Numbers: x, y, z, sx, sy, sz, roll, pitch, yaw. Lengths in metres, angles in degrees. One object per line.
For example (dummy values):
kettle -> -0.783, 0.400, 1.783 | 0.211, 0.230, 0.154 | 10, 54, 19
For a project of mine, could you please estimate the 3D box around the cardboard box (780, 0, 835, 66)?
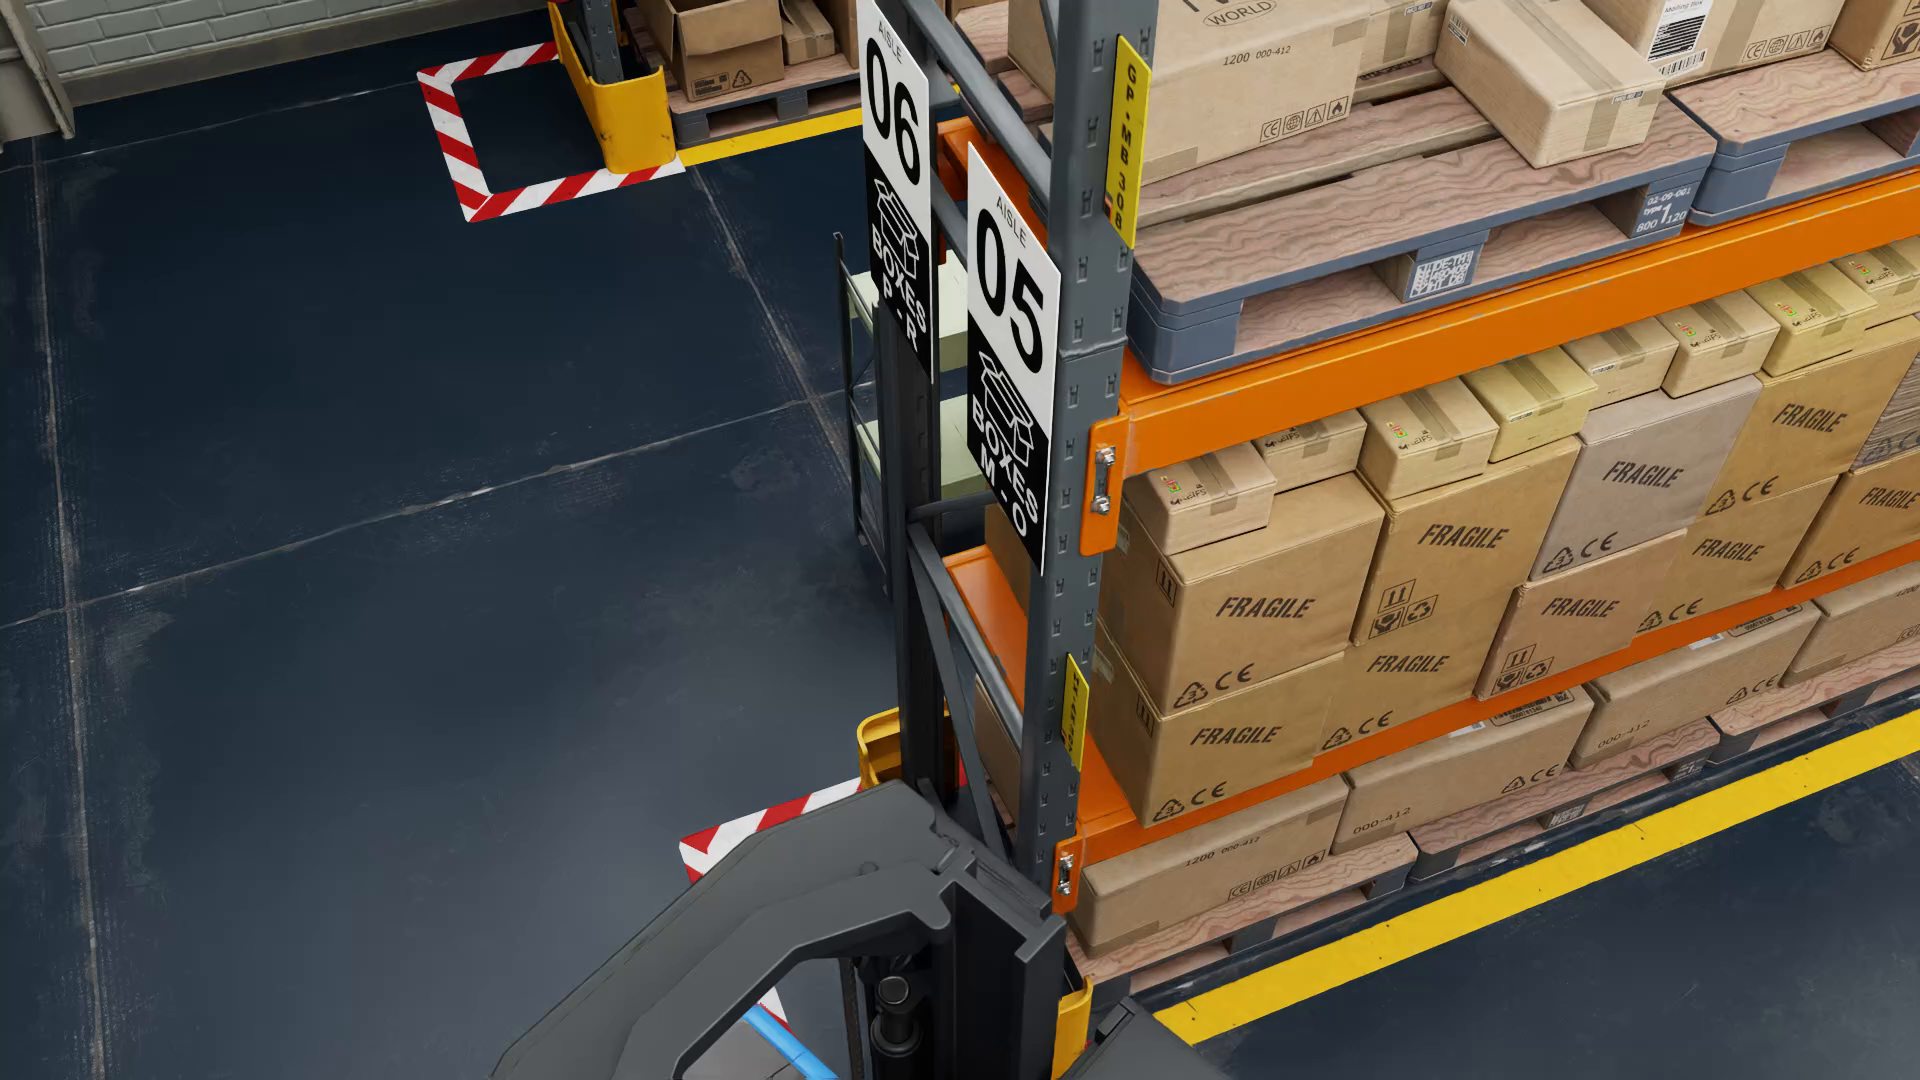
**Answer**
cardboard box -> -0.822, -2.596, 8.446 | 0.250, 0.149, 0.380 | -19, 52, -16

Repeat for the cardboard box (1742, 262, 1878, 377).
cardboard box -> 1.933, -0.592, 3.970 | 0.250, 0.149, 0.380 | -18, 52, -15

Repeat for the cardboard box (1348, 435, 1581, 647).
cardboard box -> 1.076, -0.149, 4.017 | 0.500, 0.500, 0.500 | -18, 52, -15

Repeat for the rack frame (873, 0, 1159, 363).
rack frame -> 0.048, -1.654, 2.080 | 0.127, 3.000, 1.000 | -17, 52, -14

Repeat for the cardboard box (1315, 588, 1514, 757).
cardboard box -> 1.059, 0.167, 4.404 | 0.500, 0.500, 0.500 | -18, 52, -15

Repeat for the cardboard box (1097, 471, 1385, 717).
cardboard box -> 0.600, 0.004, 3.885 | 0.500, 0.500, 0.500 | -18, 52, -15

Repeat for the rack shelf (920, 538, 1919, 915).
rack shelf -> 1.899, -0.039, 5.121 | 4.000, 0.370, 1.077 | -17, 52, -14

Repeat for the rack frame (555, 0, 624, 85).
rack frame -> -1.832, -3.185, 7.349 | 0.127, 3.000, 1.000 | -17, 52, -14

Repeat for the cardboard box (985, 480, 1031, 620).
cardboard box -> 0.394, -0.057, 4.596 | 0.500, 0.500, 0.500 | -17, 51, -14

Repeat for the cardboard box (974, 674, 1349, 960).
cardboard box -> 0.621, 0.738, 5.391 | 0.875, 0.438, 0.875 | -19, 52, -15

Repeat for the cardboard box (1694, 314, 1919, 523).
cardboard box -> 2.011, -0.446, 4.271 | 0.500, 0.500, 0.500 | -17, 51, -14

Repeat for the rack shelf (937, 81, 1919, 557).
rack shelf -> 1.899, -1.017, 3.983 | 4.000, 0.370, 1.077 | -17, 52, -14

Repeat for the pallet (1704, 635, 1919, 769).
pallet -> 3.017, 0.224, 6.259 | 1.213, 0.211, 1.003 | -17, 52, -14

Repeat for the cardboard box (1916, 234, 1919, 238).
cardboard box -> 2.379, -0.783, 4.133 | 0.250, 0.149, 0.380 | -18, 52, -15

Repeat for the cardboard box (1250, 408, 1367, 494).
cardboard box -> 0.697, -0.302, 3.720 | 0.250, 0.149, 0.380 | -16, 51, -13

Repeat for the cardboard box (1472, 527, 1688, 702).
cardboard box -> 1.536, 0.033, 4.519 | 0.500, 0.500, 0.500 | -17, 52, -14

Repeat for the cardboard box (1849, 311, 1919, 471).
cardboard box -> 2.478, -0.584, 4.390 | 0.500, 0.500, 0.500 | -17, 51, -14

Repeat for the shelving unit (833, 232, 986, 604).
shelving unit -> 0.006, -0.491, 6.023 | 0.755, 1.500, 0.431 | -17, 52, -14

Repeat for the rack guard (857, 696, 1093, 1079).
rack guard -> 0.026, 1.121, 5.298 | 0.348, 0.500, 1.175 | -17, 52, -14

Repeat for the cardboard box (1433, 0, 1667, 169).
cardboard box -> 1.142, -0.915, 3.245 | 0.250, 0.149, 0.380 | -16, 51, -13

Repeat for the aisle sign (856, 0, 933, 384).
aisle sign -> -0.136, -0.744, 3.539 | 0.004, 0.787, 0.394 | -17, 52, -14

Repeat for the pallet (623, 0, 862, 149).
pallet -> -1.024, -2.528, 8.622 | 1.213, 0.211, 1.003 | -17, 52, -14

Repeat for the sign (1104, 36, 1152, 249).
sign -> 0.252, -0.596, 2.520 | 0.005, 0.325, 0.100 | -17, 52, -14

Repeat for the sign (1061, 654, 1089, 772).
sign -> 0.252, 0.384, 3.661 | 0.005, 0.325, 0.100 | -17, 52, -14

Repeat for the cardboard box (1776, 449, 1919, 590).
cardboard box -> 2.484, -0.261, 4.772 | 0.500, 0.500, 0.500 | -18, 52, -15

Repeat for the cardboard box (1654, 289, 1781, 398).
cardboard box -> 1.688, -0.539, 3.924 | 0.250, 0.149, 0.380 | -17, 51, -14

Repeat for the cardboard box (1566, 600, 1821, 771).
cardboard box -> 2.301, 0.213, 5.843 | 0.875, 0.438, 0.875 | -19, 52, -15

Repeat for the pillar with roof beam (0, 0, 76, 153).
pillar with roof beam -> -3.041, -1.976, 2.356 | 0.400, 9.000, 9.100 | -17, 52, -14

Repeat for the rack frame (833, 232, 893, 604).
rack frame -> -0.333, -0.386, 5.933 | 0.023, 1.500, 0.400 | -17, 52, -14

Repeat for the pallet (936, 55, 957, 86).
pallet -> 0.103, -2.875, 8.920 | 1.213, 0.211, 1.003 | -17, 52, -14

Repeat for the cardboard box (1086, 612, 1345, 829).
cardboard box -> 0.601, 0.331, 4.263 | 0.500, 0.500, 0.500 | -18, 52, -15

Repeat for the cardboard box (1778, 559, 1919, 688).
cardboard box -> 3.129, -0.045, 6.064 | 0.875, 0.438, 0.875 | -18, 52, -15

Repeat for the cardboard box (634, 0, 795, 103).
cardboard box -> -1.230, -2.617, 8.230 | 0.637, 0.503, 0.797 | -19, 52, -16

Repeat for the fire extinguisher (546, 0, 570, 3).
fire extinguisher -> -1.794, -2.671, 7.205 | 0.183, 0.674, 0.296 | -17, 52, -14

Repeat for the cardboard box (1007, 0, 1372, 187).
cardboard box -> 0.430, -0.990, 3.243 | 0.500, 0.250, 0.500 | -22, 53, -18

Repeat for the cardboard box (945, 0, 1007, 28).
cardboard box -> 0.103, -2.916, 8.488 | 0.500, 0.500, 0.500 | -16, 51, -14

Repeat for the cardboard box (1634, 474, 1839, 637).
cardboard box -> 1.994, -0.122, 4.652 | 0.500, 0.500, 0.500 | -16, 51, -13

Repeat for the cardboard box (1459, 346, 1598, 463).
cardboard box -> 1.218, -0.384, 3.791 | 0.250, 0.149, 0.380 | -19, 52, -15

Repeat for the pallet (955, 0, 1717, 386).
pallet -> 0.731, -0.868, 3.441 | 1.213, 0.211, 1.003 | -17, 52, -14

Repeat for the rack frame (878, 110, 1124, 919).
rack frame -> 0.048, 0.300, 4.356 | 0.127, 3.000, 1.000 | -17, 52, -14

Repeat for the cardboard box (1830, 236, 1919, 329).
cardboard box -> 2.157, -0.702, 4.064 | 0.250, 0.149, 0.380 | -17, 52, -14

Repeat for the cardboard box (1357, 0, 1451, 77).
cardboard box -> 0.788, -1.134, 3.433 | 0.250, 0.149, 0.380 | -21, 52, -17

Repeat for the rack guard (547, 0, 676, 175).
rack guard -> -1.762, -2.392, 8.316 | 0.348, 0.500, 1.175 | -17, 52, -14

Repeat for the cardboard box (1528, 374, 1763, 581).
cardboard box -> 1.549, -0.302, 4.148 | 0.500, 0.500, 0.500 | -18, 52, -15

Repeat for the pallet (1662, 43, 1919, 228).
pallet -> 1.862, -1.221, 3.744 | 1.213, 0.211, 1.003 | -17, 52, -14

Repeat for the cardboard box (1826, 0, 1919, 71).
cardboard box -> 1.971, -1.352, 3.389 | 0.500, 0.500, 0.500 | -16, 51, -14

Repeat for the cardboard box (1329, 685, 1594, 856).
cardboard box -> 1.465, 0.470, 5.622 | 0.875, 0.438, 0.875 | -16, 51, -13

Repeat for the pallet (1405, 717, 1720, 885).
pallet -> 1.886, 0.577, 5.956 | 1.213, 0.211, 1.003 | -17, 52, -14

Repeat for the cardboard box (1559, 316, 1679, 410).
cardboard box -> 1.441, -0.497, 3.888 | 0.250, 0.149, 0.380 | -17, 51, -14

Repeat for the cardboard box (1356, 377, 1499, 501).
cardboard box -> 0.981, -0.296, 3.715 | 0.250, 0.149, 0.380 | -16, 51, -13

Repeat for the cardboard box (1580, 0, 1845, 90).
cardboard box -> 1.453, -1.212, 3.393 | 0.500, 0.311, 0.500 | -16, 51, -14

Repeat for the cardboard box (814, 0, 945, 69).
cardboard box -> -0.424, -2.834, 8.418 | 0.500, 0.500, 0.700 | -15, 51, -13

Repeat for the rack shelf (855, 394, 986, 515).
rack shelf -> 0.006, -0.278, 6.271 | 0.720, 0.370, 0.431 | -17, 52, -14

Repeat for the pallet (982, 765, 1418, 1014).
pallet -> 0.759, 0.924, 5.658 | 1.213, 0.211, 1.003 | -17, 52, -14

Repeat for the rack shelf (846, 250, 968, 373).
rack shelf -> 0.006, -0.745, 5.727 | 0.720, 0.370, 0.431 | -17, 52, -14

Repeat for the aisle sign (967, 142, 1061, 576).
aisle sign -> 0.091, -0.323, 3.177 | 0.004, 0.787, 0.394 | -17, 52, -14

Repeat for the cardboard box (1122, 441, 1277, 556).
cardboard box -> 0.481, -0.177, 3.613 | 0.250, 0.149, 0.380 | -16, 51, -13

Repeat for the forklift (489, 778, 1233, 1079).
forklift -> 0.136, 1.860, 3.061 | 3.031, 2.935, 1.130 | 34, 57, 26
